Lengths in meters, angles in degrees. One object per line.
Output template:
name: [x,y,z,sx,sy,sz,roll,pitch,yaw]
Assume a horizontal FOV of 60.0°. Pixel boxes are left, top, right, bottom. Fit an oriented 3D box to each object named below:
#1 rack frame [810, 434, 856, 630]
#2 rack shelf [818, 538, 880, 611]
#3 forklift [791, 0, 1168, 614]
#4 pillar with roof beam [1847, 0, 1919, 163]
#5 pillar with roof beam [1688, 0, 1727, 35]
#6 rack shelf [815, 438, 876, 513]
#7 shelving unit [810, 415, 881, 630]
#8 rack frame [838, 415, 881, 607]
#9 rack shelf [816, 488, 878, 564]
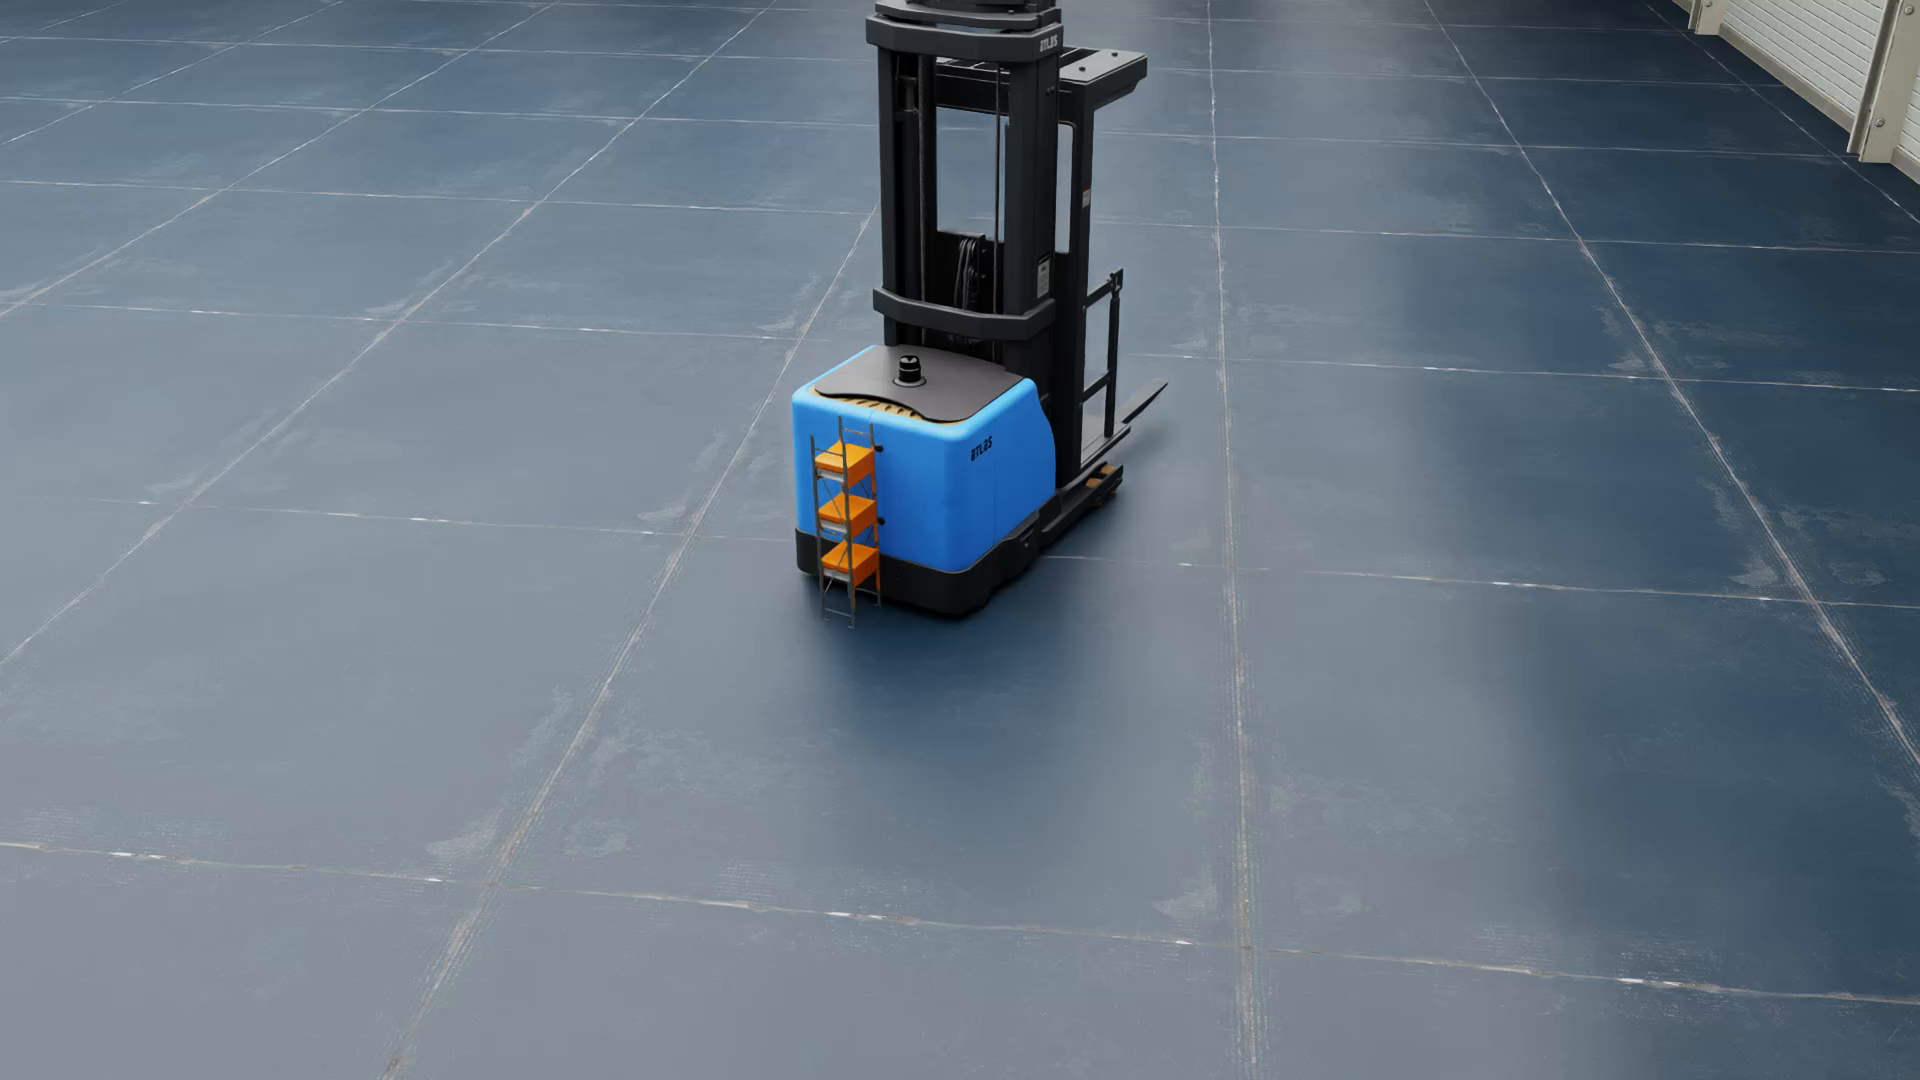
rack frame: [-0.624,-0.028,8.194,0.200,1.050,0.008,15,33,26]
rack shelf: [-0.559,0.170,8.429,0.215,0.259,0.240,15,33,26]
forklift: [0.300,-1.580,9.093,1.130,2.935,3.031,15,32,26]
pillar with roof beam: [4.570,-7.934,14.489,9.100,9.000,0.400,3,28,6]
pillar with roof beam: [5.305,-10.758,19.732,9.100,9.000,0.400,3,28,6]
rack shelf: [-0.567,-0.318,8.151,0.215,0.259,0.240,15,33,26]
shelving unit: [-0.563,-0.081,8.286,0.215,1.050,0.252,15,33,26]
rack frame: [-0.503,-0.134,8.377,0.200,1.050,0.008,15,33,26]
rack shelf: [-0.563,-0.072,8.291,0.215,0.259,0.240,15,33,26]
